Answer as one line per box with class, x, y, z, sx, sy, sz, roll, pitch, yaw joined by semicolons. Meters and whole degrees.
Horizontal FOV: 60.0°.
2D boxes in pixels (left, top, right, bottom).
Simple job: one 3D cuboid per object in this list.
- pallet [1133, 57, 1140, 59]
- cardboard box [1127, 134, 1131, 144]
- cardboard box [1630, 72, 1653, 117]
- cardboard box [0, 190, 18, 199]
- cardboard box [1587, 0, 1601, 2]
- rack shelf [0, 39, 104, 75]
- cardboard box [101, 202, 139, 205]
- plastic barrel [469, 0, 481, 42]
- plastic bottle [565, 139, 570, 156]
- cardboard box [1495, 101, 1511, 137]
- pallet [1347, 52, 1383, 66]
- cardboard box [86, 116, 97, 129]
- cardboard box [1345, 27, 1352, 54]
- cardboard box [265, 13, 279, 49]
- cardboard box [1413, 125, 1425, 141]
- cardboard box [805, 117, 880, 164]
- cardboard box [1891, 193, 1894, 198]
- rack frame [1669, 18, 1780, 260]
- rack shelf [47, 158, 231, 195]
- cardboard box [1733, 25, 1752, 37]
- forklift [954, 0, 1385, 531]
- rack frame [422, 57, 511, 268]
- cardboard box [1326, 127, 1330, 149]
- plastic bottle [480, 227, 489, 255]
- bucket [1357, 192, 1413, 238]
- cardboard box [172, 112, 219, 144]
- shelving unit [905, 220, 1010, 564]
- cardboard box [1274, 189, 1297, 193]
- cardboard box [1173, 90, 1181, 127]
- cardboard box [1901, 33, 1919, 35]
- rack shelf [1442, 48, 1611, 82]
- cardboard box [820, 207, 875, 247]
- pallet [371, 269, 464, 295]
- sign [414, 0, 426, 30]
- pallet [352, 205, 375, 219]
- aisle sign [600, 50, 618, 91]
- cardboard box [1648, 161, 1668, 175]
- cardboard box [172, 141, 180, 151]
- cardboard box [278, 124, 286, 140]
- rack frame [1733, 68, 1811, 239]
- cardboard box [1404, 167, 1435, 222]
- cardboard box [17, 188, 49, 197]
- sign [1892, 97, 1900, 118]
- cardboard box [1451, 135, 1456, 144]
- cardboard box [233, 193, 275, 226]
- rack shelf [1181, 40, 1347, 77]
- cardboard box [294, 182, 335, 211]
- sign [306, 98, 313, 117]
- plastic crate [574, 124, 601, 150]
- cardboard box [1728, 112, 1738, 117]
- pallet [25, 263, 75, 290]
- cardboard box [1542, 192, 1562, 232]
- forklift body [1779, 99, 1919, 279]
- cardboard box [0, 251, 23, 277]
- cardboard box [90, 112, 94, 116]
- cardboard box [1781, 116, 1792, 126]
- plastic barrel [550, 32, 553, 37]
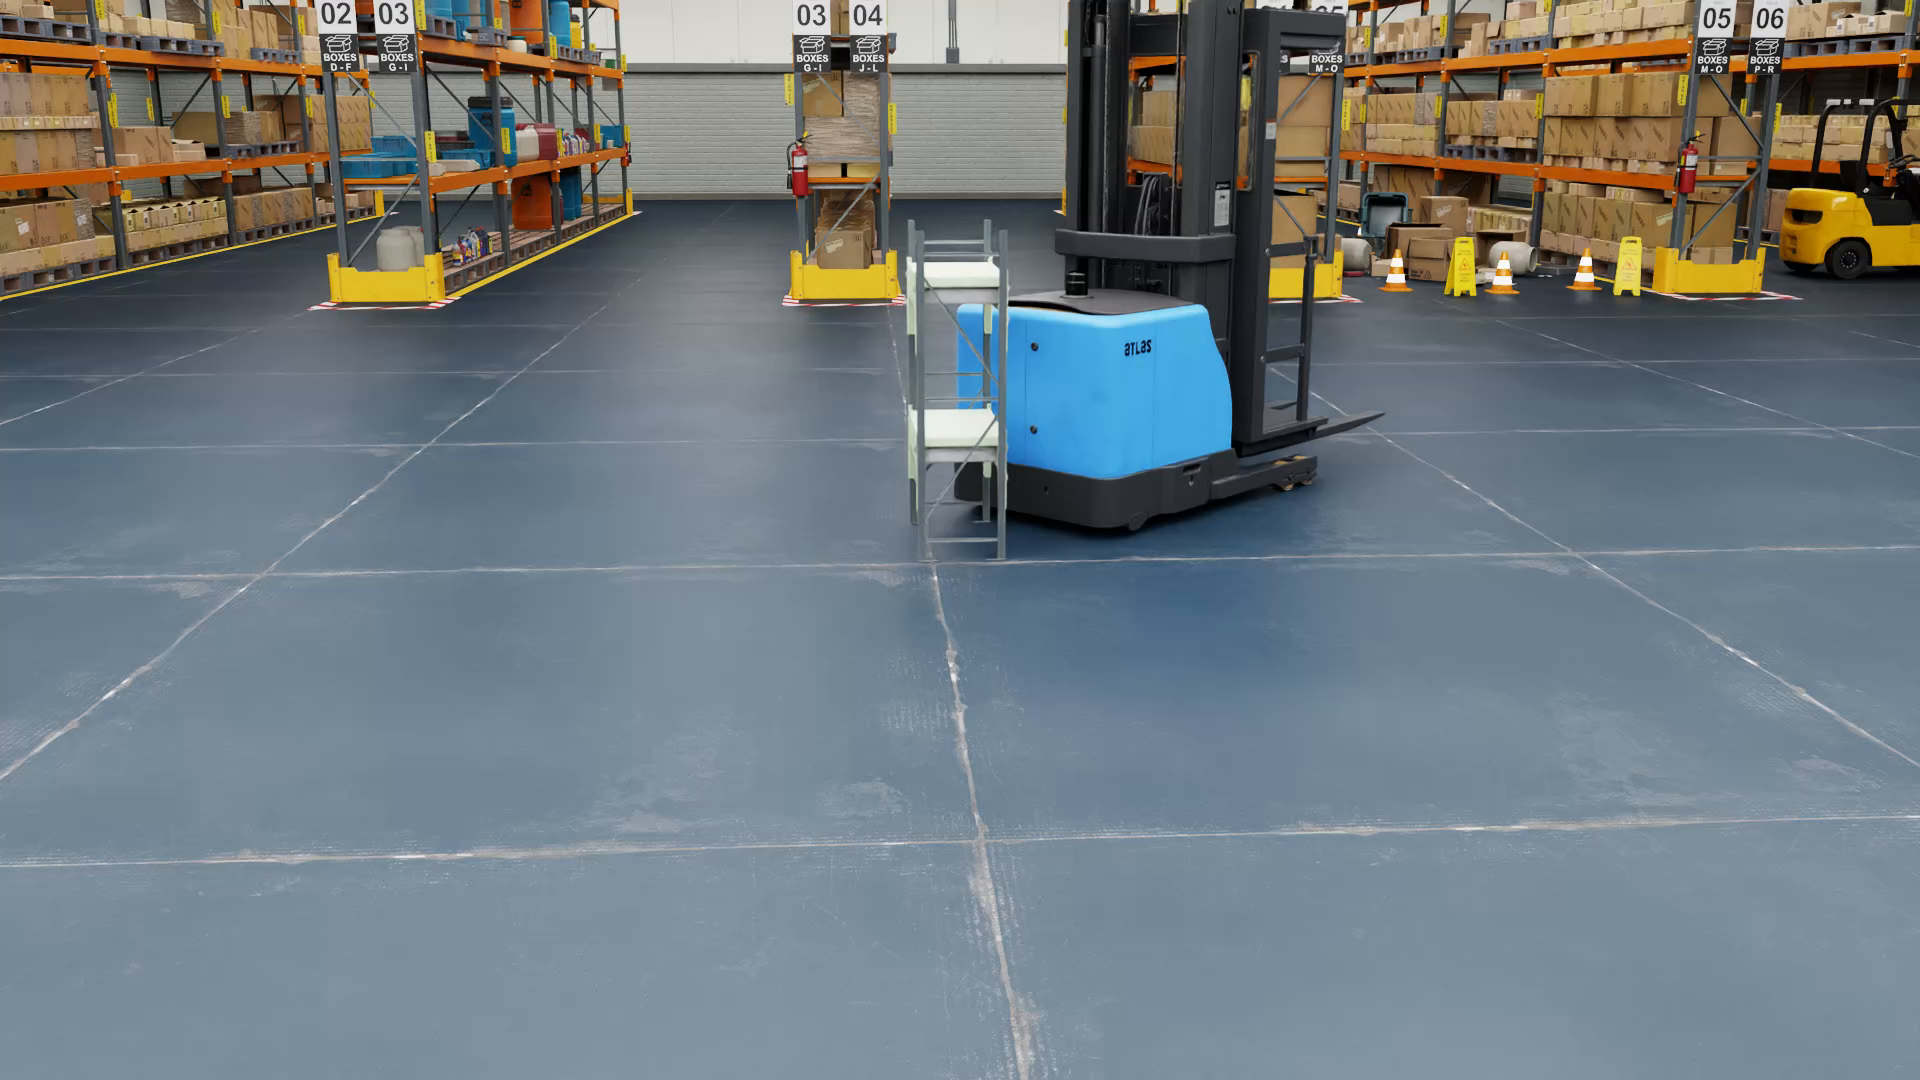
pallet;3.271;-7.392;25.096;1.213;0.211;1.003;0;14;-1
cardboard box;2.689;-6.388;26.494;0.380;0.149;0.250;-1;14;-3
cardboard box;8.335;-5.229;19.524;0.700;0.500;0.500;-1;14;-3
cardboard box;-16.688;-5.907;28.436;0.750;0.750;0.750;-1;14;-3
cardboard box;8.683;-7.398;23.194;0.500;0.250;0.500;-1;14;-5
rack shelf;-11.294;-5.599;19.191;1.077;0.370;4.000;-1;14;-3
cardboard box;-11.824;-4.610;23.474;0.500;0.311;0.500;-1;14;-4
plastic barrel;-6.763;-7.049;22.377;0.600;0.901;0.600;0;14;0
plastic bottle;-6.512;-6.460;27.362;0.152;0.276;0.135;-1;14;-3
cardboard box;8.045;-6.056;23.903;0.500;0.500;0.500;0;14;-2
pallet;7.824;-8.900;30.756;1.003;0.211;1.213;-1;14;-3
cardboard box;-11.188;-5.290;21.065;0.380;0.149;0.250;-1;14;-3
cardboard box;7.592;-9.531;31.785;0.500;0.500;0.500;-1;14;-2
cardboard box;-11.956;-8.608;28.199;0.600;0.600;0.600;-2;15;-9
cardboard box;7.793;-6.705;27.365;0.500;0.250;0.500;-1;14;-5
cardboard box;-1.290;-4.479;18.617;0.875;0.500;0.500;-1;14;-3
cardboard box;13.031;-4.605;22.575;0.500;0.250;0.500;-1;14;-4
rack frame;8.608;-4.302;18.728;1.000;3.000;0.127;-1;14;-3
rack shelf;-11.542;-5.141;23.432;1.077;0.370;4.000;-1;14;-3
cardboard box;8.912;-5.721;18.725;0.380;0.149;0.250;-1;14;-3
forklift;1.334;-1.762;8.991;1.130;2.935;3.031;13;19;41
rack frame;-6.474;-5.068;21.702;1.000;3.000;0.127;-1;14;-3
cardboard box;7.433;-7.954;32.720;0.500;0.500;0.500;-1;14;-4
plastic bottle;-6.147;-3.842;21.372;0.144;0.351;0.185;-1;14;-5
bucket;5.736;-4.348;22.425;0.726;0.611;0.620;4;5;16
cardboard box;-11.818;-6.394;25.812;0.700;0.500;0.500;-6;16;-22
shelving unit;-0.022;-0.716;7.800;0.431;1.500;0.755;-1;14;-4
cardboard box;3.509;-3.762;20.047;0.875;0.875;0.875;-1;14;-4
cardboard box;3.356;-5.979;23.039;0.700;0.500;0.500;-1;14;-4
cardboard box;13.458;-7.172;23.320;0.380;0.149;0.250;-1;14;-3
rack shelf;8.236;-6.899;24.243;1.077;0.370;4.000;-1;14;-3
cardboard box;-1.547;-4.300;22.851;0.700;0.500;0.500;-2;15;-8
pallet;-6.323;-2.943;19.040;1.003;0.211;1.213;-1;14;-3
sign;-5.677;-5.537;17.490;0.100;0.325;0.005;-1;14;-3
pallet;-12.107;-6.409;32.511;1.003;0.211;1.213;-1;14;-3
aisle sign;-6.930;-9.333;33.065;0.394;0.787;0.004;-1;14;-3
cardboard box;8.245;-4.332;19.346;0.380;0.149;0.250;-1;14;-4
cardboard box;-11.804;-5.718;24.410;0.500;0.311;0.500;-1;14;-4
cardboard box;-12.201;-7.150;29.597;0.500;0.500;0.500;-1;14;-3
rack frame;13.066;-6.369;26.762;1.000;3.000;0.127;-1;14;-3
cardboard box;8.102;-5.861;28.208;0.875;0.875;0.875;-1;14;-3
cardboard box;-16.802;-6.085;29.829;0.700;0.500;0.500;-1;14;-3
sign;12.773;-5.886;22.719;0.100;0.325;0.005;-1;14;-3
cardboard box;7.947;-6.290;26.114;0.380;0.149;0.250;-2;15;-7
cardboard box;-11.473;-5.362;26.980;0.500;0.500;0.500;-1;14;-4
rack shelf;3.550;-5.802;19.982;1.077;0.370;4.000;-1;14;-3
cardboard box;-12.035;-6.453;31.213;0.797;0.503;0.637;-1;14;-3
sign;-11.360;-7.552;29.034;0.100;0.325;0.005;-1;14;-3
plastic crate;-6.775;-7.343;30.298;0.402;0.464;0.583;-1;14;-3
cardboard box;12.781;-7.026;28.263;0.797;0.503;0.637;-1;14;-5
pallet;-11.332;-3.139;19.803;1.003;0.211;1.213;-1;14;-3
cardboard box;8.127;-4.381;22.204;0.500;0.500;0.500;0;14;-1
forklift body;11.624;-4.412;20.858;2.313;2.155;1.214;-1;14;-3
cardboard box;-11.016;-3.130;18.847;0.500;0.250;0.500;-1;14;-3
cardboard box;-17.008;-7.737;31.475;0.980;0.700;0.700;-1;14;-4
cardboard box;12.880;-6.453;25.586;0.380;0.149;0.250;-1;14;-3
plastic barrel;-6.558;-7.910;26.200;0.294;0.245;0.294;0;14;0
